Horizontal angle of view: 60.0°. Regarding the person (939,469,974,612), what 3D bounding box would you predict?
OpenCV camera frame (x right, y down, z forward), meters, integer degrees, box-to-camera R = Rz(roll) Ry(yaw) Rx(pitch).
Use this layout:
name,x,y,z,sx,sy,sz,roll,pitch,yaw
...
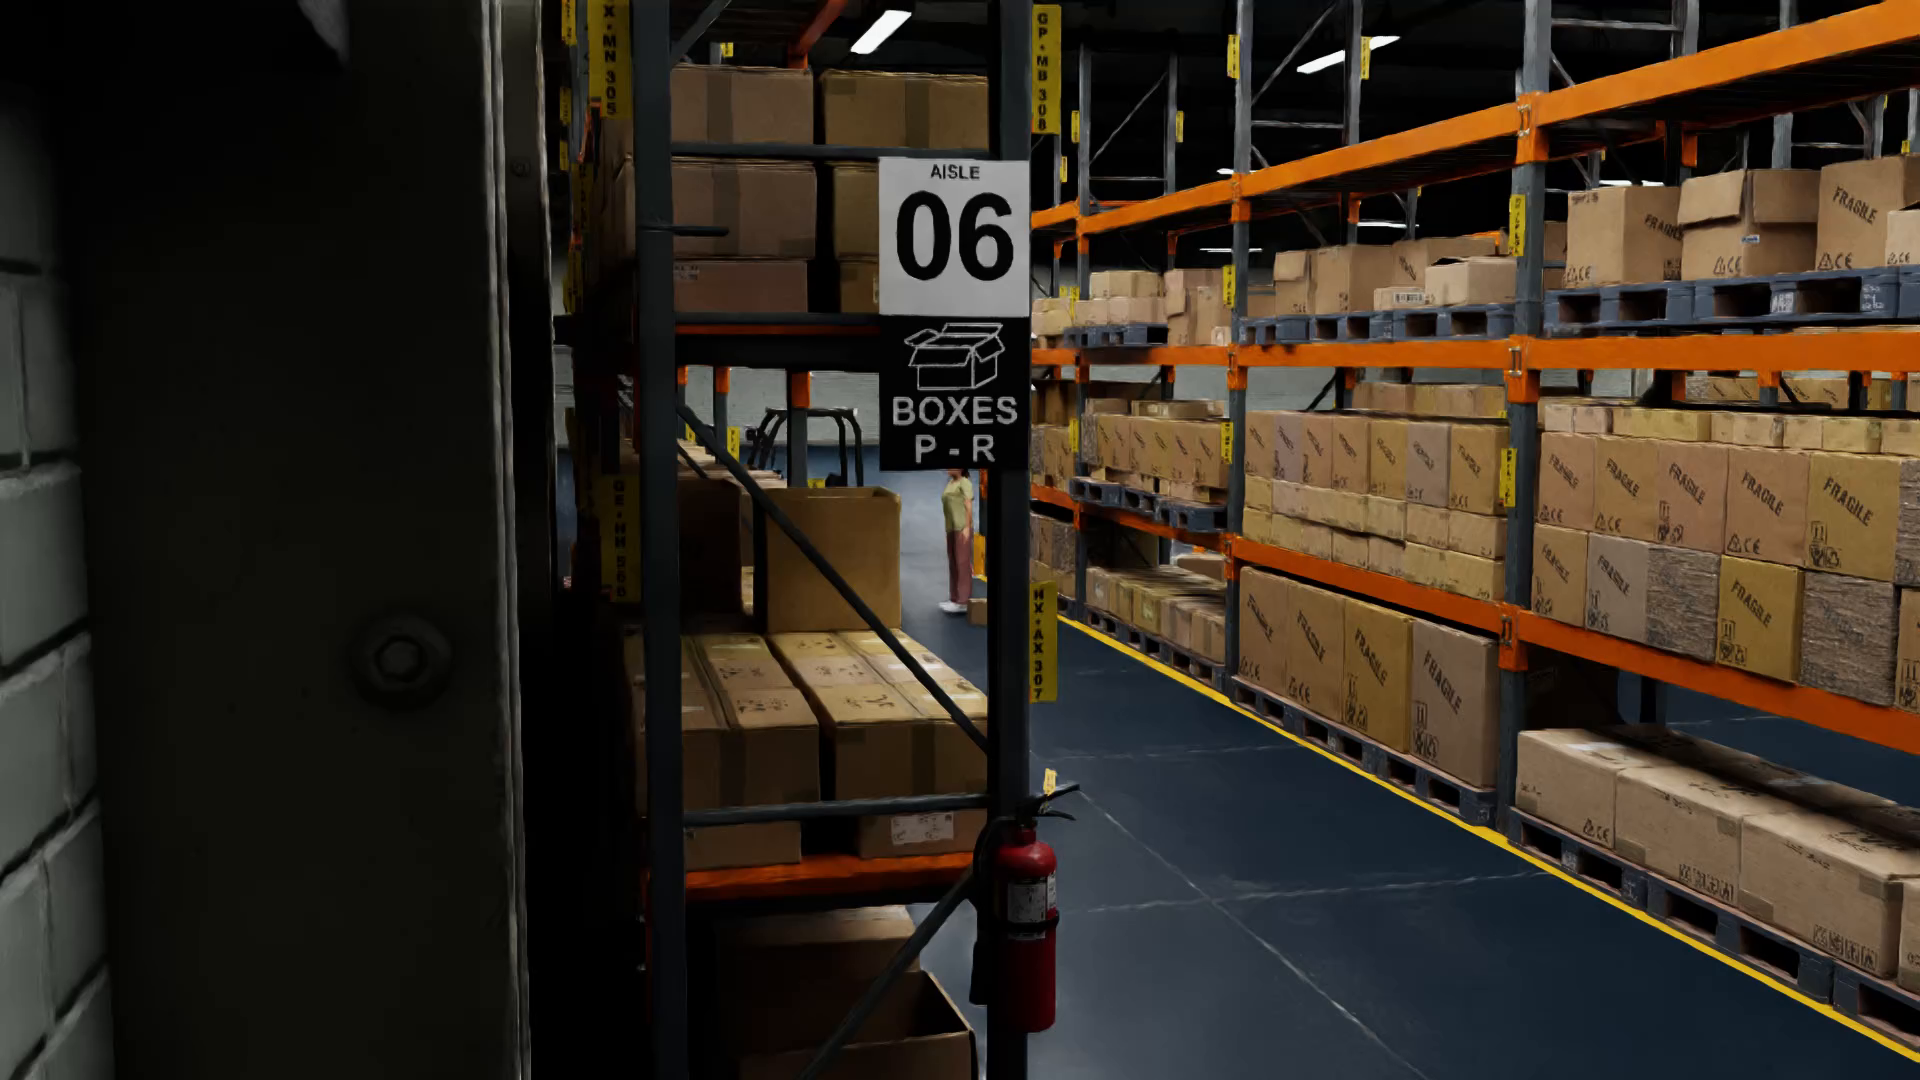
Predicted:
name,x,y,z,sx,sy,sz,roll,pitch,yaw
person,-0.046,-0.059,17.606,0.366,1.645,0.577,-3,7,-26
